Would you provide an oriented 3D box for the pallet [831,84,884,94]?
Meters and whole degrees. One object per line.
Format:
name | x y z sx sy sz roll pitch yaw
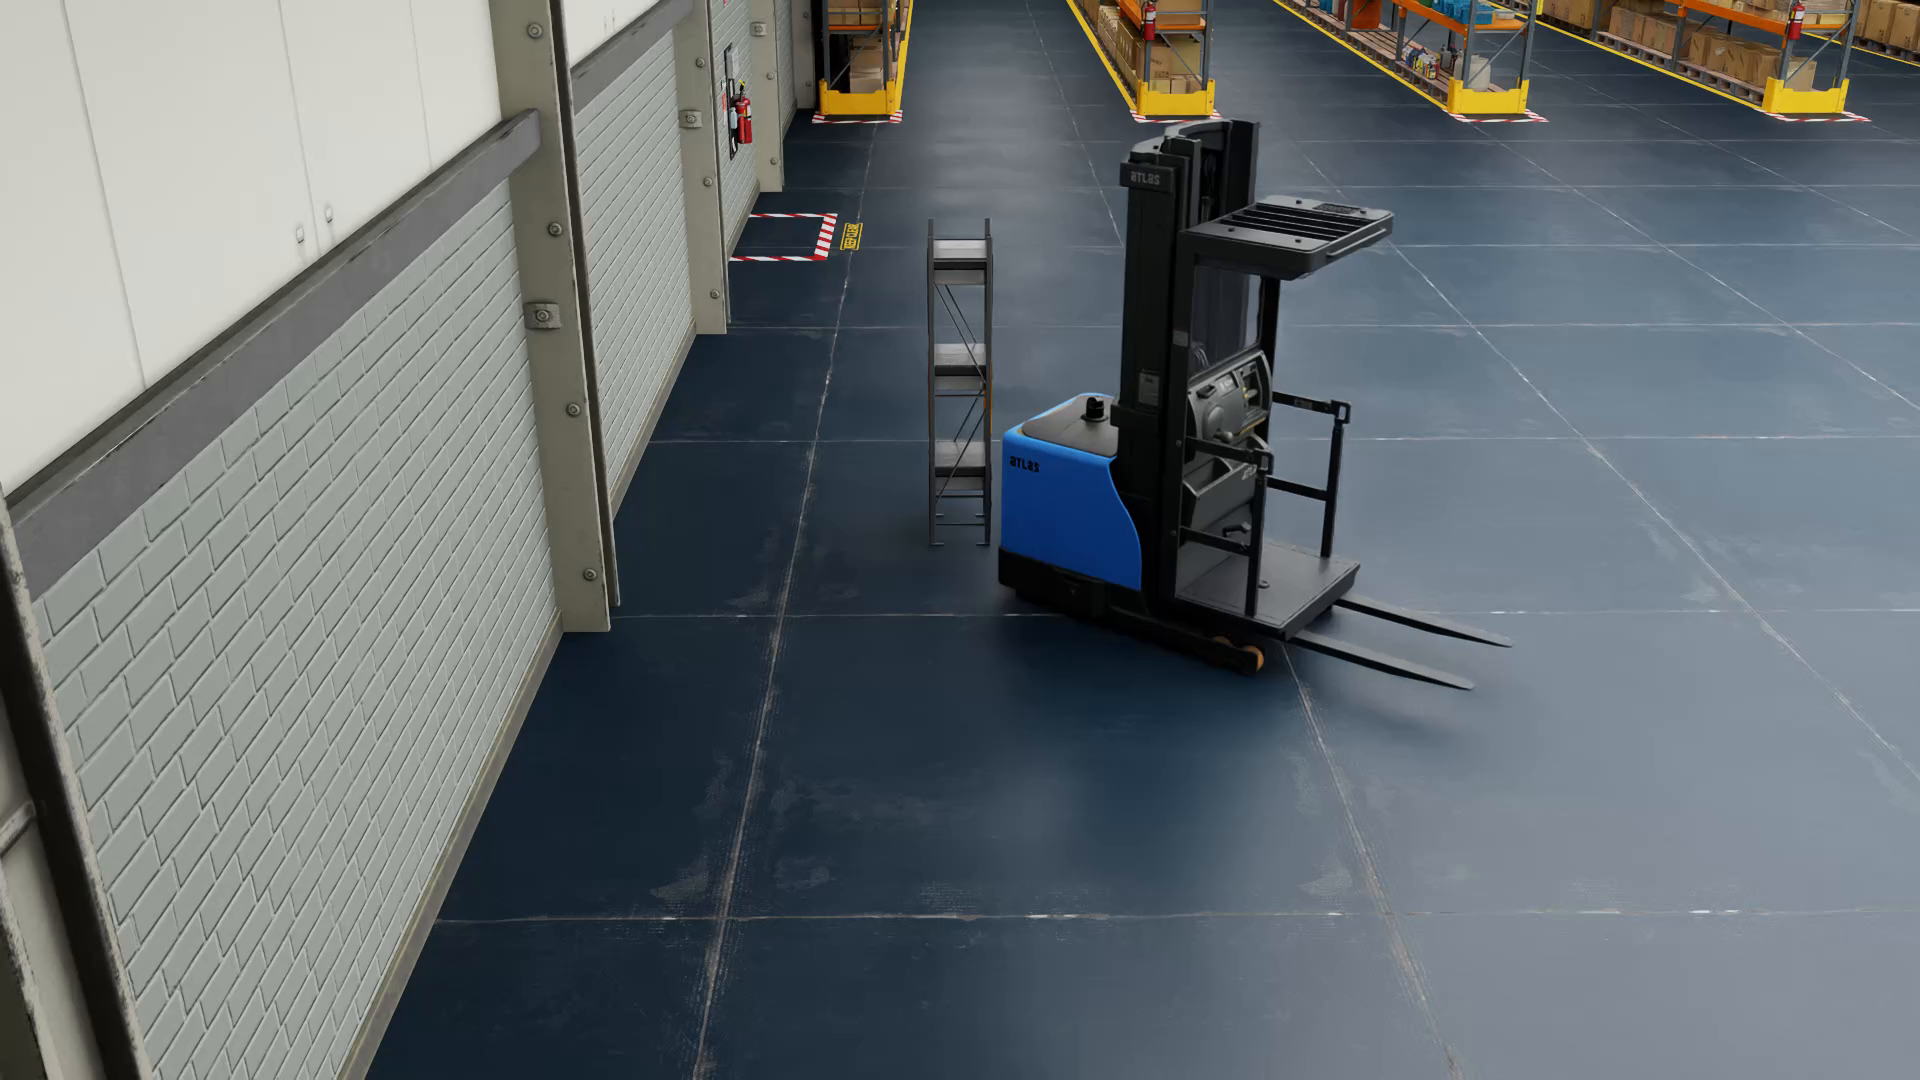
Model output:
pallet | -1.573 -7.124 26.745 1.003 0.211 1.213 0 24 -1

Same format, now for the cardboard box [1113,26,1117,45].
cardboard box | 3.020 -9.060 29.788 0.500 0.311 0.500 0 24 -1

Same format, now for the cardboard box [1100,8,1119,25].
cardboard box | 2.994 -10.109 32.108 0.500 0.311 0.500 -1 24 -2

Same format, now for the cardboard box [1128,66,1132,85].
cardboard box | 3.029 -7.622 27.290 0.500 0.250 0.500 0 24 -1

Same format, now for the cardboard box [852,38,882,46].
cardboard box | -1.591 -8.310 28.484 0.500 0.500 0.500 -2 24 -5

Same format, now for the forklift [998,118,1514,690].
forklift | 1.728 -0.810 9.484 3.031 2.935 1.130 17 29 33

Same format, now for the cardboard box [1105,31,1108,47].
cardboard box | 3.003 -9.437 31.303 0.500 0.250 0.500 0 24 1

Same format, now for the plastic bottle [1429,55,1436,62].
plastic bottle | 8.013 -8.104 28.299 0.152 0.276 0.135 0 24 -1

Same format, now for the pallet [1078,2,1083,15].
pallet | 3.217 -12.009 37.546 1.003 0.211 1.213 0 24 -1

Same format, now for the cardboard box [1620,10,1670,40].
cardboard box | 13.219 -9.948 32.106 0.700 0.500 0.500 -2 24 -5

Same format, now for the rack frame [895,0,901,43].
rack frame | -1.686 -11.325 32.649 1.000 3.000 0.127 0 24 -1

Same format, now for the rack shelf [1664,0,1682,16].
rack shelf | 13.195 -10.239 31.123 1.077 0.370 4.000 0 24 -1

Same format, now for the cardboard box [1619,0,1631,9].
cardboard box | 13.211 -10.519 32.456 0.500 0.250 0.500 1 24 2

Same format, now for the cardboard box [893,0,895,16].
cardboard box | -1.306 -8.595 26.772 0.500 0.250 0.500 -1 24 -1

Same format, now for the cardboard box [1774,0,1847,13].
cardboard box | 13.282 -8.503 25.927 0.875 0.500 0.500 0 24 -1

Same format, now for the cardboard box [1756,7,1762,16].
cardboard box | 13.046 -8.509 26.728 0.380 0.149 0.250 0 24 -1

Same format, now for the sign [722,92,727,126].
sign | -2.514 -4.610 17.759 0.001 0.329 0.234 0 24 -1

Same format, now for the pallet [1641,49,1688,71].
pallet | 13.207 -8.793 30.436 1.003 0.211 1.213 0 24 -1

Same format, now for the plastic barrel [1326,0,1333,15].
plastic barrel | 8.174 -11.737 35.597 0.600 0.901 0.708 0 24 -1

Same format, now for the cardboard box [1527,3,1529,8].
cardboard box | 13.157 -11.999 36.209 1.225 0.875 0.875 0 24 0

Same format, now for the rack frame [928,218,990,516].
rack frame | -0.004 -1.125 11.190 0.400 2.100 0.015 0 24 -1

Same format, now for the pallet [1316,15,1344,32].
pallet | 8.160 -10.925 35.149 1.003 0.211 1.213 0 24 -1

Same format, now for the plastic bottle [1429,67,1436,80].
plastic bottle | 7.850 -7.753 27.614 0.097 0.201 0.097 0 24 0

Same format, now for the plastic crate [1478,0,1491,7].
plastic crate | 8.535 -8.933 27.681 0.530 0.136 0.437 0 24 -1

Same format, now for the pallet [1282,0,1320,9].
pallet | 8.114 -12.554 38.750 1.003 0.211 1.213 0 24 -1

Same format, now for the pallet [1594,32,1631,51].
pallet | 13.180 -9.799 32.659 1.003 0.211 1.213 0 24 -1

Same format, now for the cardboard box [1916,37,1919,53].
cardboard box | 18.081 -9.145 30.051 1.050 0.750 0.750 0 24 -1

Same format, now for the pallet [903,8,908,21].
pallet | -1.646 -11.385 36.166 1.003 0.211 1.213 0 24 -1

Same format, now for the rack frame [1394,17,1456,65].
rack frame | 8.264 -9.721 29.103 1.000 3.000 0.127 0 24 -1

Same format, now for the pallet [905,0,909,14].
pallet | -1.659 -12.016 37.562 1.003 0.211 1.213 0 24 -1

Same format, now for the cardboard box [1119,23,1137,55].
cardboard box | 3.016 -8.582 28.502 0.500 0.500 0.500 0 24 -1

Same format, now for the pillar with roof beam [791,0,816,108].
pillar with roof beam | 1.834 -11.065 24.796 9.100 9.000 0.400 0 24 -1

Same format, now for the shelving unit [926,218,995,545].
shelving unit | -0.002 -1.025 10.968 0.431 2.100 0.503 0 24 -1

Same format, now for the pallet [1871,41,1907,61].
pallet | 18.078 -9.275 31.501 1.003 0.211 1.213 0 24 -1

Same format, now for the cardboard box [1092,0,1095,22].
cardboard box | 3.017 -11.007 34.447 0.500 0.500 0.500 -1 24 -2

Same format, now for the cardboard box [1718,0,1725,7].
cardboard box | 12.957 -9.024 27.867 0.380 0.149 0.250 0 24 -1

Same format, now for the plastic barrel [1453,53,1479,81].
plastic barrel | 8.219 -7.608 26.940 0.421 0.512 0.421 0 24 0

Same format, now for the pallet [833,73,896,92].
pallet | -1.583 -7.625 27.853 1.003 0.211 1.213 0 24 -1

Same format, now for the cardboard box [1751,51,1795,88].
cardboard box | 13.230 -7.651 27.050 0.500 0.500 0.500 6 25 13

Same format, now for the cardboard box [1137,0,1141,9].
cardboard box | 3.336 -9.139 27.695 0.700 0.500 0.500 0 24 0

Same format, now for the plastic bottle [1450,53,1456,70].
plastic bottle | 8.463 -8.196 28.495 0.061 0.283 0.133 0 24 -1

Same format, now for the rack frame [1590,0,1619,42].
rack frame | 13.173 -11.391 32.797 1.000 3.000 0.127 0 24 -1

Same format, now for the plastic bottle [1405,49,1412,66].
plastic bottle | 7.860 -8.414 28.985 0.152 0.276 0.135 1 24 1

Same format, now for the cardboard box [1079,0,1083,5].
cardboard box | 2.934 -12.292 37.287 0.500 0.500 0.500 0 24 -1

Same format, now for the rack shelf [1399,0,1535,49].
rack shelf | 8.286 -8.569 27.429 1.077 0.370 4.000 0 24 -1

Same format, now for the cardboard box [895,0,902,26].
cardboard box | -1.563 -10.840 33.677 0.750 0.750 0.750 -1 24 -1

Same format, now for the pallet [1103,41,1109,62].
pallet | 3.248 -9.237 31.417 1.003 0.211 1.213 0 24 -1

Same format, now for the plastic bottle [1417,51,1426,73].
plastic bottle | 7.865 -8.127 28.259 0.144 0.351 0.185 0 24 -1
